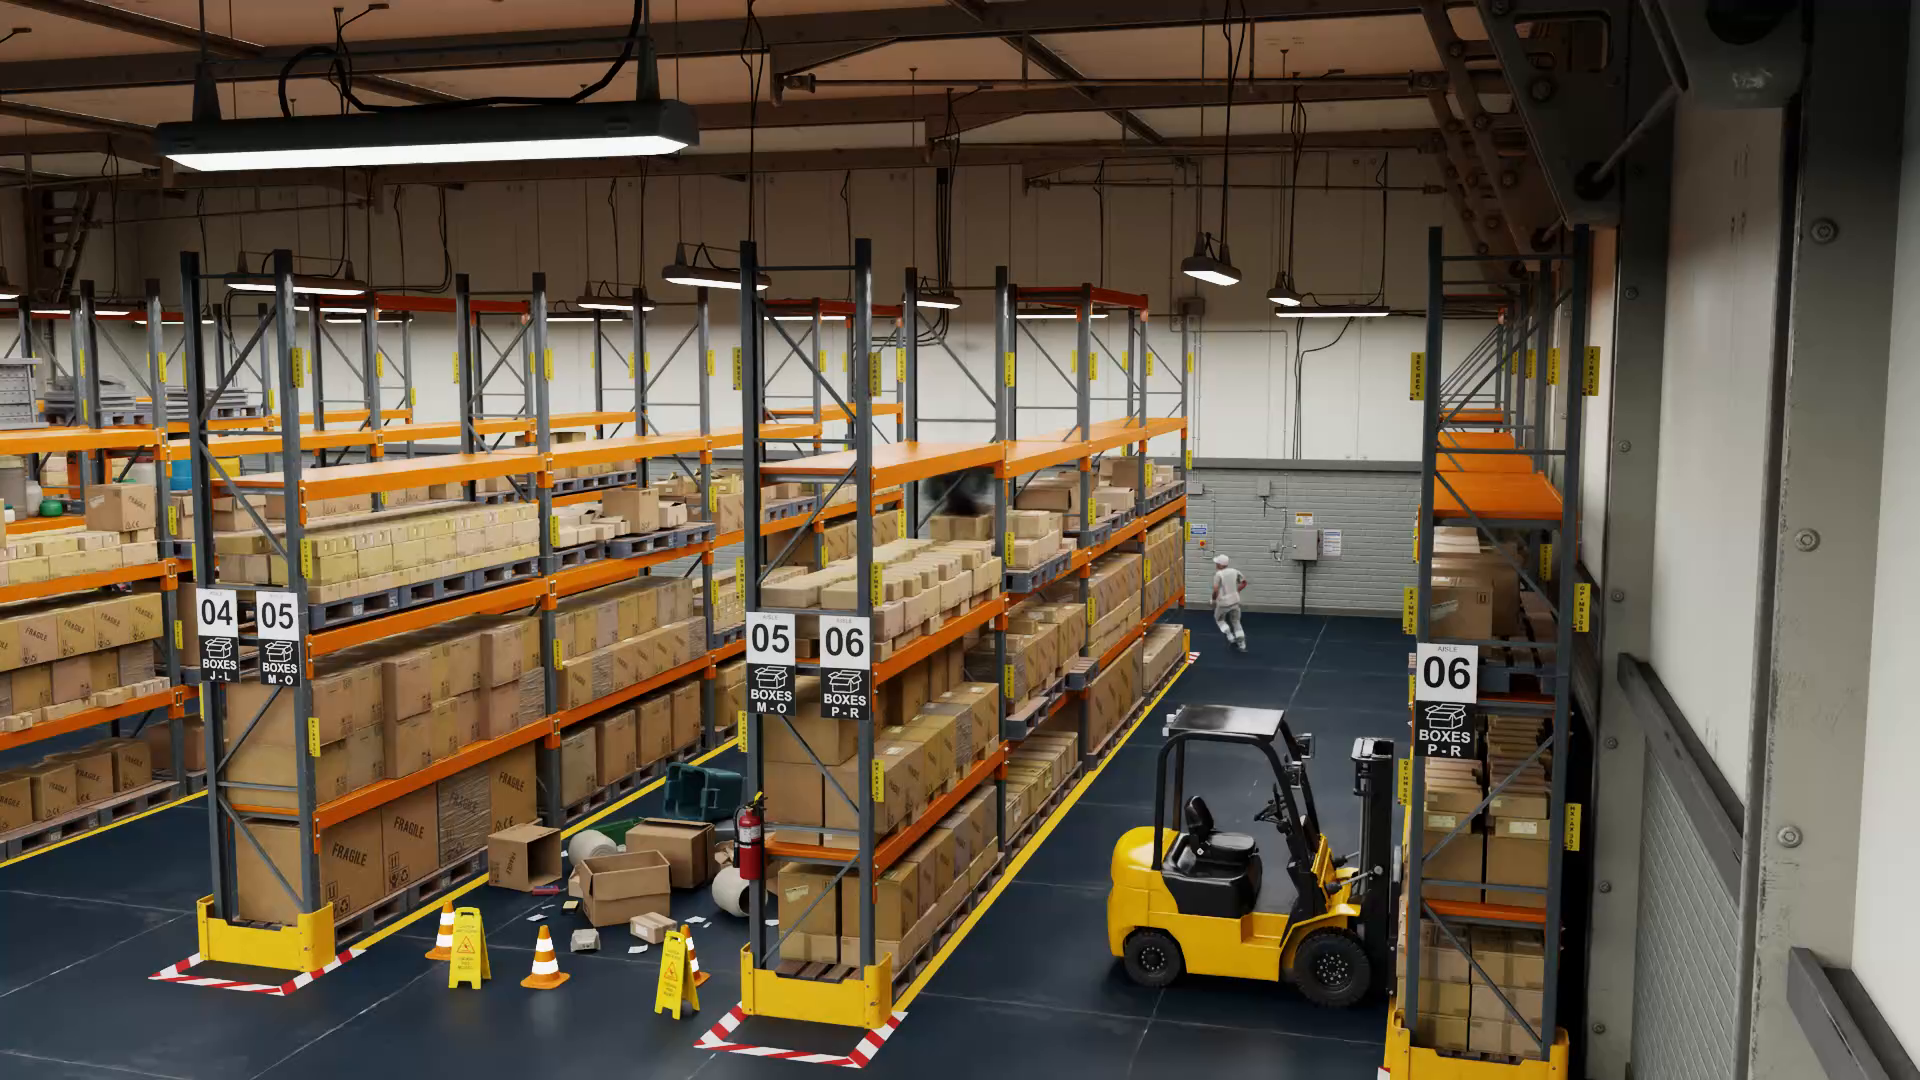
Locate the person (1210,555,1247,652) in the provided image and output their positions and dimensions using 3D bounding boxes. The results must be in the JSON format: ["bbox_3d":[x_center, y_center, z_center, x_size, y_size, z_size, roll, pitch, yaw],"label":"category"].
[{"bbox_3d":[4.605,1.088,28.874,0.730,1.712,0.564,-2,7,-20],"label":"person"}]
